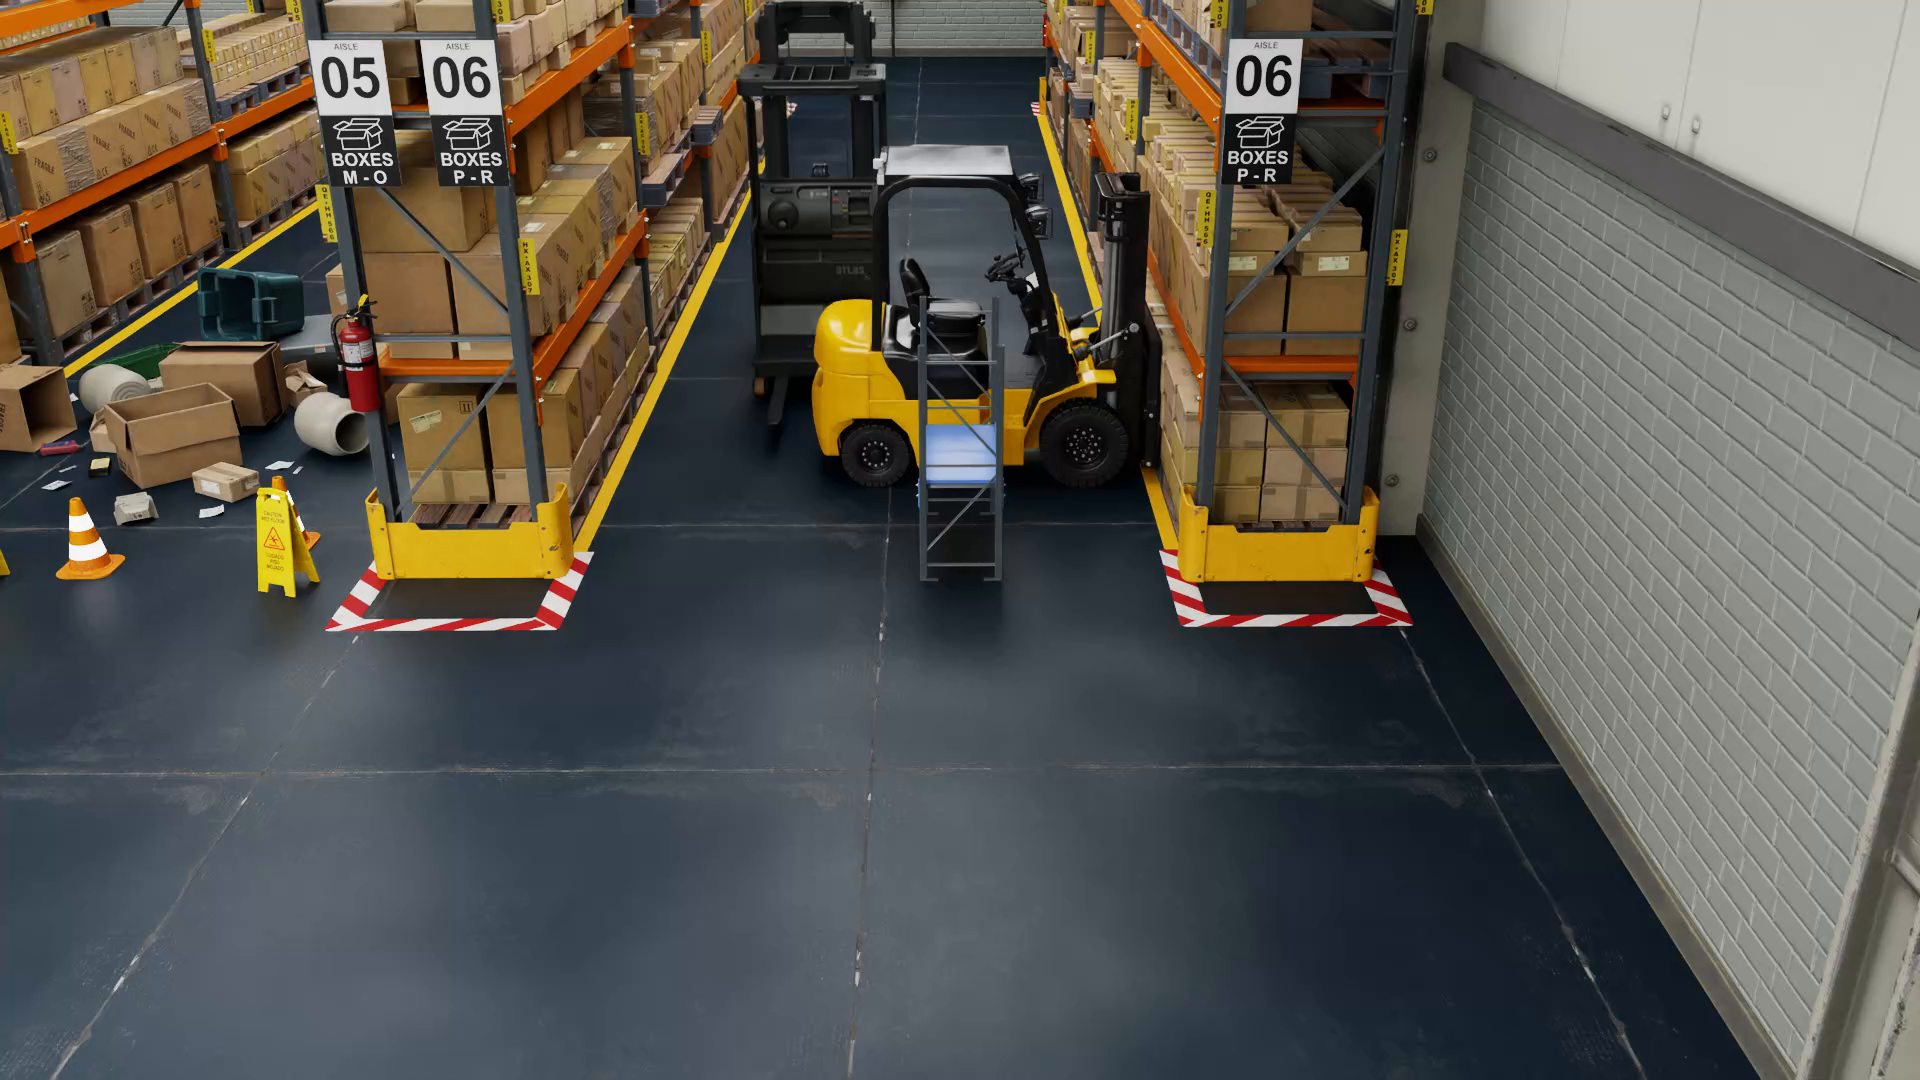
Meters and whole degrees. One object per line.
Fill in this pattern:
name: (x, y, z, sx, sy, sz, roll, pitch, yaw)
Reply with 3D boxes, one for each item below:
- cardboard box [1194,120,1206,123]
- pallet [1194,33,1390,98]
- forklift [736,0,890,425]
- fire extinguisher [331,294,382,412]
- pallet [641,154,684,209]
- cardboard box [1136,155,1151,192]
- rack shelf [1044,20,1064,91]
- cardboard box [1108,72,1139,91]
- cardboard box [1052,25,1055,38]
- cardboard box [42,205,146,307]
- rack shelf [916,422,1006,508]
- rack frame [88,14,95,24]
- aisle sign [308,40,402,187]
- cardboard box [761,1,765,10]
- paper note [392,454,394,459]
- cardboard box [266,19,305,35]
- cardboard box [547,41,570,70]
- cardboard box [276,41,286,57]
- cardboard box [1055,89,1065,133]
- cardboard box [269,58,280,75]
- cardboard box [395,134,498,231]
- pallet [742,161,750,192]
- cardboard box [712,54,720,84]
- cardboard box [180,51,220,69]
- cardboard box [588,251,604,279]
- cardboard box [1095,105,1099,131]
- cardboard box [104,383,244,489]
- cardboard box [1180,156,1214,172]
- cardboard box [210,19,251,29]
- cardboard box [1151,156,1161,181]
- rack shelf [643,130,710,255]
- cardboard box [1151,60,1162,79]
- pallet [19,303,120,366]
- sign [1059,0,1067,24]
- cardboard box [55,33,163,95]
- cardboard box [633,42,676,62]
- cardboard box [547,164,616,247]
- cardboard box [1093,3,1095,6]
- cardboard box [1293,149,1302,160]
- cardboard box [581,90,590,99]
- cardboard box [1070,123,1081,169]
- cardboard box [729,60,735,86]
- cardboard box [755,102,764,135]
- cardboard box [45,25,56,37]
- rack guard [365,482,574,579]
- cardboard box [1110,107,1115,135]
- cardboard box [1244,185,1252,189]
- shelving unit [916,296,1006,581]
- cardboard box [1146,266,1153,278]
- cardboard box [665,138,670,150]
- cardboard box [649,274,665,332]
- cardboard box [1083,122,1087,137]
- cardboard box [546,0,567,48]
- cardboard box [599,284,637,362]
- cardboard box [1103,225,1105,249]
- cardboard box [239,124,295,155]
cardboard box: (2.116, -3.326, 13.556, 0.380, 0.149, 0.250, -1, 24, -2)
pallet: (1.967, -2.809, 9.788, 1.003, 0.211, 1.213, 0, 24, -1)
forklift: (-1.102, -2.605, 12.953, 1.130, 2.935, 3.031, -1, 24, -2)
fire extinguisher: (-3.474, -1.083, 9.598, 0.296, 0.674, 0.183, 0, 24, -1)
pallet: (-2.921, -3.044, 14.072, 1.003, 0.211, 1.213, 0, 24, -1)
cardboard box: (1.649, -2.701, 12.960, 0.500, 0.500, 0.500, -1, 24, -2)
rack shelf: (1.796, -6.632, 22.647, 1.077, 0.370, 4.000, 0, 24, -1)
cardboard box: (1.619, -4.373, 15.869, 0.380, 0.149, 0.250, 0, 24, 0)
cardboard box: (1.468, -7.002, 22.896, 0.380, 0.149, 0.250, -1, 24, -2)
cardboard box: (-8.110, -2.571, 15.014, 1.050, 0.750, 0.750, 0, 24, -1)
rack shelf: (0.001, -0.484, 10.437, 0.538, 0.185, 1.000, 0, 24, -1)
rack frame: (-13.099, -7.716, 24.170, 1.000, 3.000, 0.127, 0, 24, -1)
aisle sign: (-3.304, -2.325, 9.096, 0.394, 0.787, 0.004, 0, 24, -1)
cardboard box: (-2.895, -6.977, 22.414, 0.500, 0.500, 0.500, 0, 24, 1)
paper note: (-4.170, -0.597, 12.032, 0.142, 0.019, 0.148, -9, 26, -19)
cardboard box: (-7.890, -6.014, 19.481, 0.380, 0.149, 0.250, -1, 24, -2)
cardboard box: (-2.712, -3.090, 10.607, 0.380, 0.149, 0.250, 0, 24, 0)
cardboard box: (-7.874, -5.554, 18.825, 0.380, 0.149, 0.250, 0, 24, 0)
cardboard box: (1.668, -5.804, 22.466, 0.700, 0.500, 0.500, -1, 24, -3)
cardboard box: (-7.871, -5.316, 18.658, 0.380, 0.149, 0.250, -1, 24, -2)
cardboard box: (-3.236, -2.222, 10.327, 0.700, 0.500, 0.500, 0, 24, 0)
pallet: (-3.062, -4.524, 20.496, 1.003, 0.211, 1.213, 0, 24, -1)
cardboard box: (-2.865, -5.046, 17.842, 0.500, 0.250, 0.500, 0, 24, 1)
cardboard box: (-7.862, -4.941, 17.108, 0.380, 0.149, 0.250, 0, 24, 0)
cardboard box: (-2.724, -1.940, 11.704, 0.380, 0.149, 0.250, 0, 24, 0)
cardboard box: (1.622, -4.235, 16.656, 0.500, 0.250, 0.500, 0, 24, 0)
cardboard box: (-5.565, -0.742, 11.780, 0.797, 0.503, 0.637, -19, 31, -36)
cardboard box: (1.726, -2.550, 11.479, 0.380, 0.149, 0.250, 0, 24, 0)
cardboard box: (-8.540, -6.011, 19.474, 0.380, 0.149, 0.250, 0, 24, 0)
cardboard box: (1.609, -2.732, 12.242, 0.380, 0.149, 0.250, 0, 24, 1)
rack shelf: (-3.080, -3.312, 15.306, 1.077, 0.370, 4.000, 0, 24, -1)
cardboard box: (2.067, -4.696, 16.584, 0.380, 0.149, 0.250, 1, 24, 1)
pallet: (-8.091, -1.799, 14.471, 1.003, 0.211, 1.213, 0, 24, -1)
sign: (1.275, -6.525, 20.486, 0.100, 0.325, 0.005, 0, 24, -1)
cardboard box: (-8.049, -4.508, 15.742, 0.700, 0.500, 0.500, -1, 24, -1)
cardboard box: (-2.802, -4.459, 15.190, 0.380, 0.149, 0.250, -1, 24, -3)
cardboard box: (-2.782, -2.389, 11.909, 0.500, 0.500, 0.500, 0, 24, 1)
cardboard box: (2.050, -7.246, 22.953, 0.500, 0.250, 0.500, 1, 24, 1)
cardboard box: (2.192, -2.658, 11.717, 0.380, 0.149, 0.250, -1, 24, -1)
cardboard box: (-3.293, -3.377, 13.585, 0.500, 0.500, 0.500, -1, 24, -2)
cardboard box: (1.614, -4.769, 20.177, 0.500, 0.500, 0.500, -1, 24, -1)
cardboard box: (-2.898, -5.442, 19.325, 0.500, 0.250, 0.500, -1, 24, -2)
cardboard box: (-3.055, -5.764, 22.454, 0.875, 0.438, 0.875, -1, 24, -2)
cardboard box: (-12.753, -7.035, 22.970, 0.380, 0.149, 0.250, -1, 24, -2)
rack guard: (-3.015, -0.060, 10.275, 1.175, 0.500, 0.348, 0, 24, -1)
cardboard box: (1.645, -3.831, 15.155, 0.500, 0.250, 0.500, 0, 24, 0)
cardboard box: (2.183, -2.414, 11.539, 0.380, 0.149, 0.250, -1, 24, -2)
shelving unit: (0.001, -0.648, 10.363, 0.538, 1.500, 1.048, 0, 24, -1)
cardboard box: (1.597, -2.033, 13.218, 0.500, 0.250, 0.500, -1, 24, -1)
cardboard box: (-2.784, -3.549, 14.752, 0.380, 0.149, 0.250, 0, 24, 0)
cardboard box: (-3.066, -2.026, 14.268, 0.950, 0.372, 0.625, 0, 24, 0)
cardboard box: (1.633, -4.797, 19.453, 0.380, 0.149, 0.250, 1, 24, 1)
cardboard box: (-2.780, -3.230, 10.432, 0.500, 0.250, 0.500, 0, 24, 1)
cardboard box: (-2.776, -1.643, 12.661, 0.500, 0.500, 0.500, 0, 24, 0)
cardboard box: (1.870, -3.071, 16.271, 0.875, 0.625, 0.625, 1, 24, 1)
cardboard box: (-7.814, -4.492, 18.656, 0.500, 0.250, 0.500, 0, 24, 0)
